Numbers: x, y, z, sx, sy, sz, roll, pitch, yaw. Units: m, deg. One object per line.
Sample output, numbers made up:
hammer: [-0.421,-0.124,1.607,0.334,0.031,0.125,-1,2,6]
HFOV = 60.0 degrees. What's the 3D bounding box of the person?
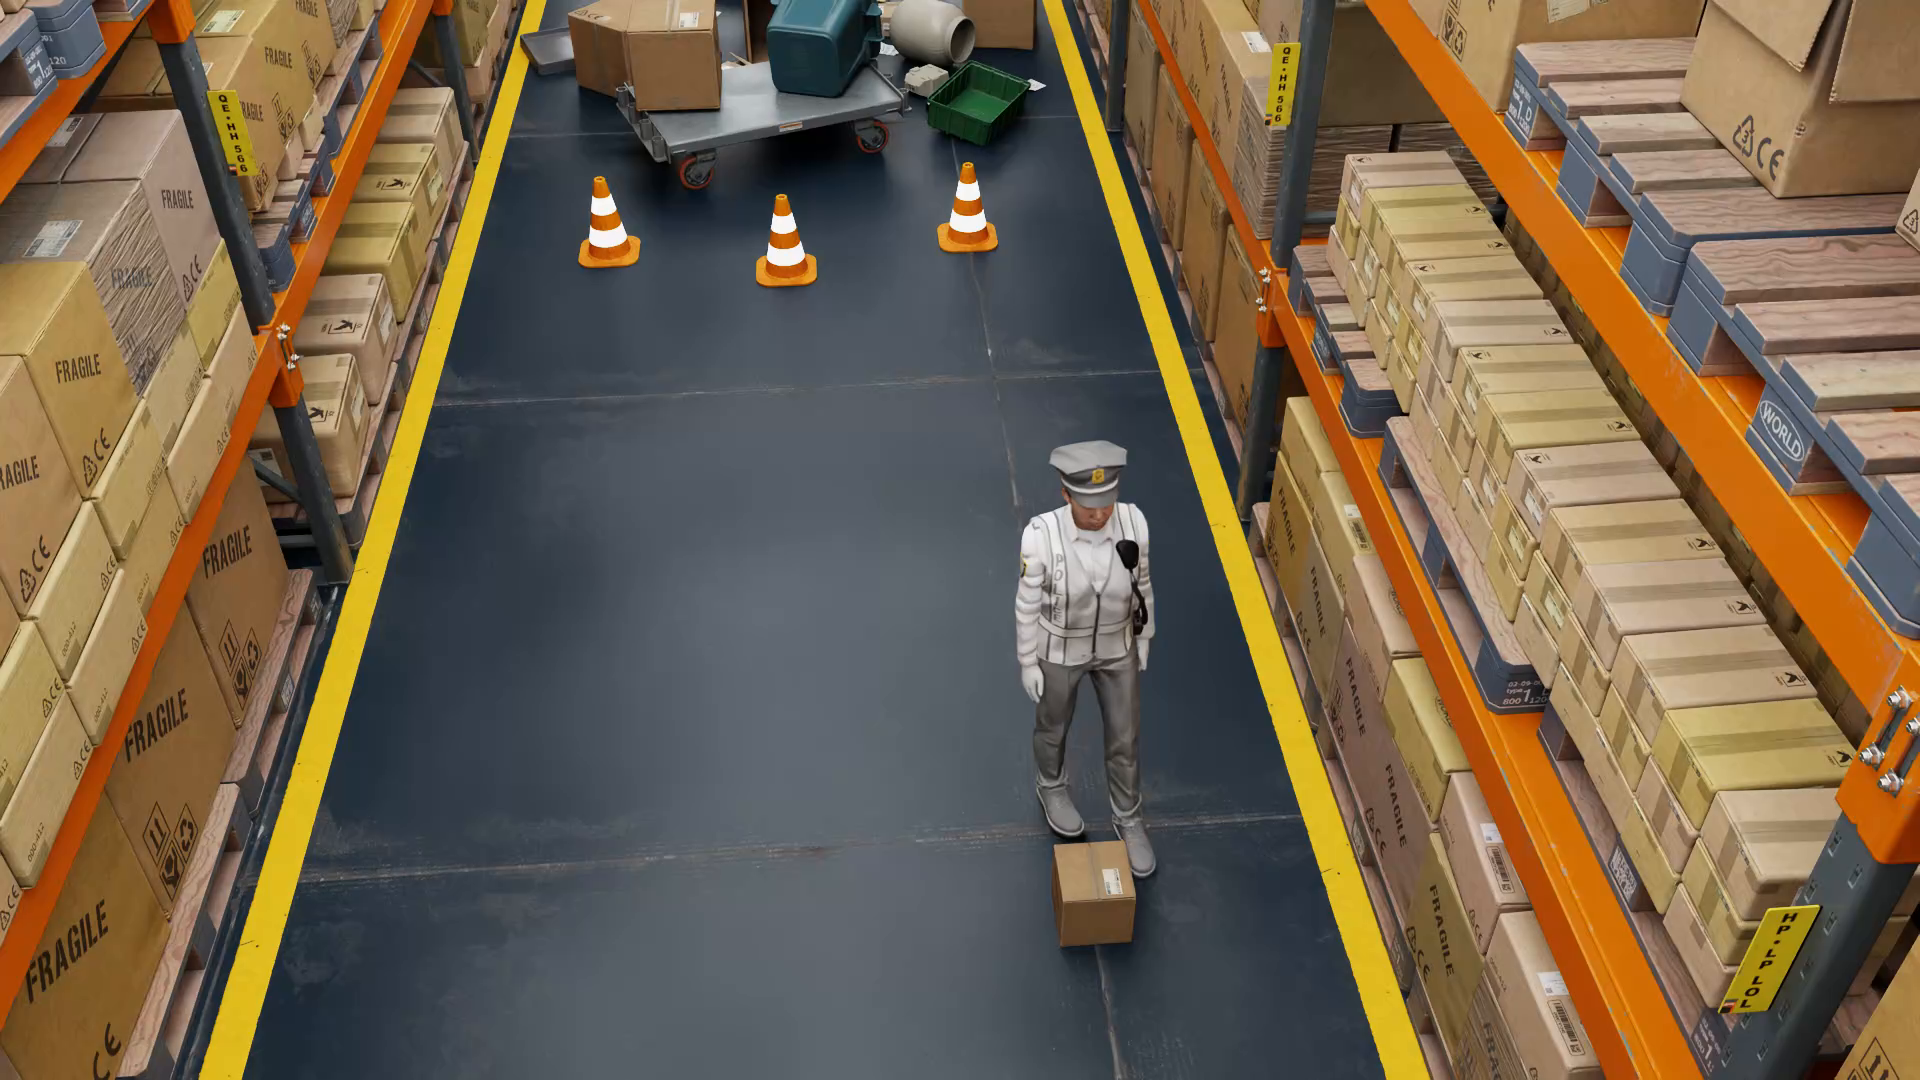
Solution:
person: [0.454,0.429,5.599,0.495,1.679,0.533,-8,40,-10]
